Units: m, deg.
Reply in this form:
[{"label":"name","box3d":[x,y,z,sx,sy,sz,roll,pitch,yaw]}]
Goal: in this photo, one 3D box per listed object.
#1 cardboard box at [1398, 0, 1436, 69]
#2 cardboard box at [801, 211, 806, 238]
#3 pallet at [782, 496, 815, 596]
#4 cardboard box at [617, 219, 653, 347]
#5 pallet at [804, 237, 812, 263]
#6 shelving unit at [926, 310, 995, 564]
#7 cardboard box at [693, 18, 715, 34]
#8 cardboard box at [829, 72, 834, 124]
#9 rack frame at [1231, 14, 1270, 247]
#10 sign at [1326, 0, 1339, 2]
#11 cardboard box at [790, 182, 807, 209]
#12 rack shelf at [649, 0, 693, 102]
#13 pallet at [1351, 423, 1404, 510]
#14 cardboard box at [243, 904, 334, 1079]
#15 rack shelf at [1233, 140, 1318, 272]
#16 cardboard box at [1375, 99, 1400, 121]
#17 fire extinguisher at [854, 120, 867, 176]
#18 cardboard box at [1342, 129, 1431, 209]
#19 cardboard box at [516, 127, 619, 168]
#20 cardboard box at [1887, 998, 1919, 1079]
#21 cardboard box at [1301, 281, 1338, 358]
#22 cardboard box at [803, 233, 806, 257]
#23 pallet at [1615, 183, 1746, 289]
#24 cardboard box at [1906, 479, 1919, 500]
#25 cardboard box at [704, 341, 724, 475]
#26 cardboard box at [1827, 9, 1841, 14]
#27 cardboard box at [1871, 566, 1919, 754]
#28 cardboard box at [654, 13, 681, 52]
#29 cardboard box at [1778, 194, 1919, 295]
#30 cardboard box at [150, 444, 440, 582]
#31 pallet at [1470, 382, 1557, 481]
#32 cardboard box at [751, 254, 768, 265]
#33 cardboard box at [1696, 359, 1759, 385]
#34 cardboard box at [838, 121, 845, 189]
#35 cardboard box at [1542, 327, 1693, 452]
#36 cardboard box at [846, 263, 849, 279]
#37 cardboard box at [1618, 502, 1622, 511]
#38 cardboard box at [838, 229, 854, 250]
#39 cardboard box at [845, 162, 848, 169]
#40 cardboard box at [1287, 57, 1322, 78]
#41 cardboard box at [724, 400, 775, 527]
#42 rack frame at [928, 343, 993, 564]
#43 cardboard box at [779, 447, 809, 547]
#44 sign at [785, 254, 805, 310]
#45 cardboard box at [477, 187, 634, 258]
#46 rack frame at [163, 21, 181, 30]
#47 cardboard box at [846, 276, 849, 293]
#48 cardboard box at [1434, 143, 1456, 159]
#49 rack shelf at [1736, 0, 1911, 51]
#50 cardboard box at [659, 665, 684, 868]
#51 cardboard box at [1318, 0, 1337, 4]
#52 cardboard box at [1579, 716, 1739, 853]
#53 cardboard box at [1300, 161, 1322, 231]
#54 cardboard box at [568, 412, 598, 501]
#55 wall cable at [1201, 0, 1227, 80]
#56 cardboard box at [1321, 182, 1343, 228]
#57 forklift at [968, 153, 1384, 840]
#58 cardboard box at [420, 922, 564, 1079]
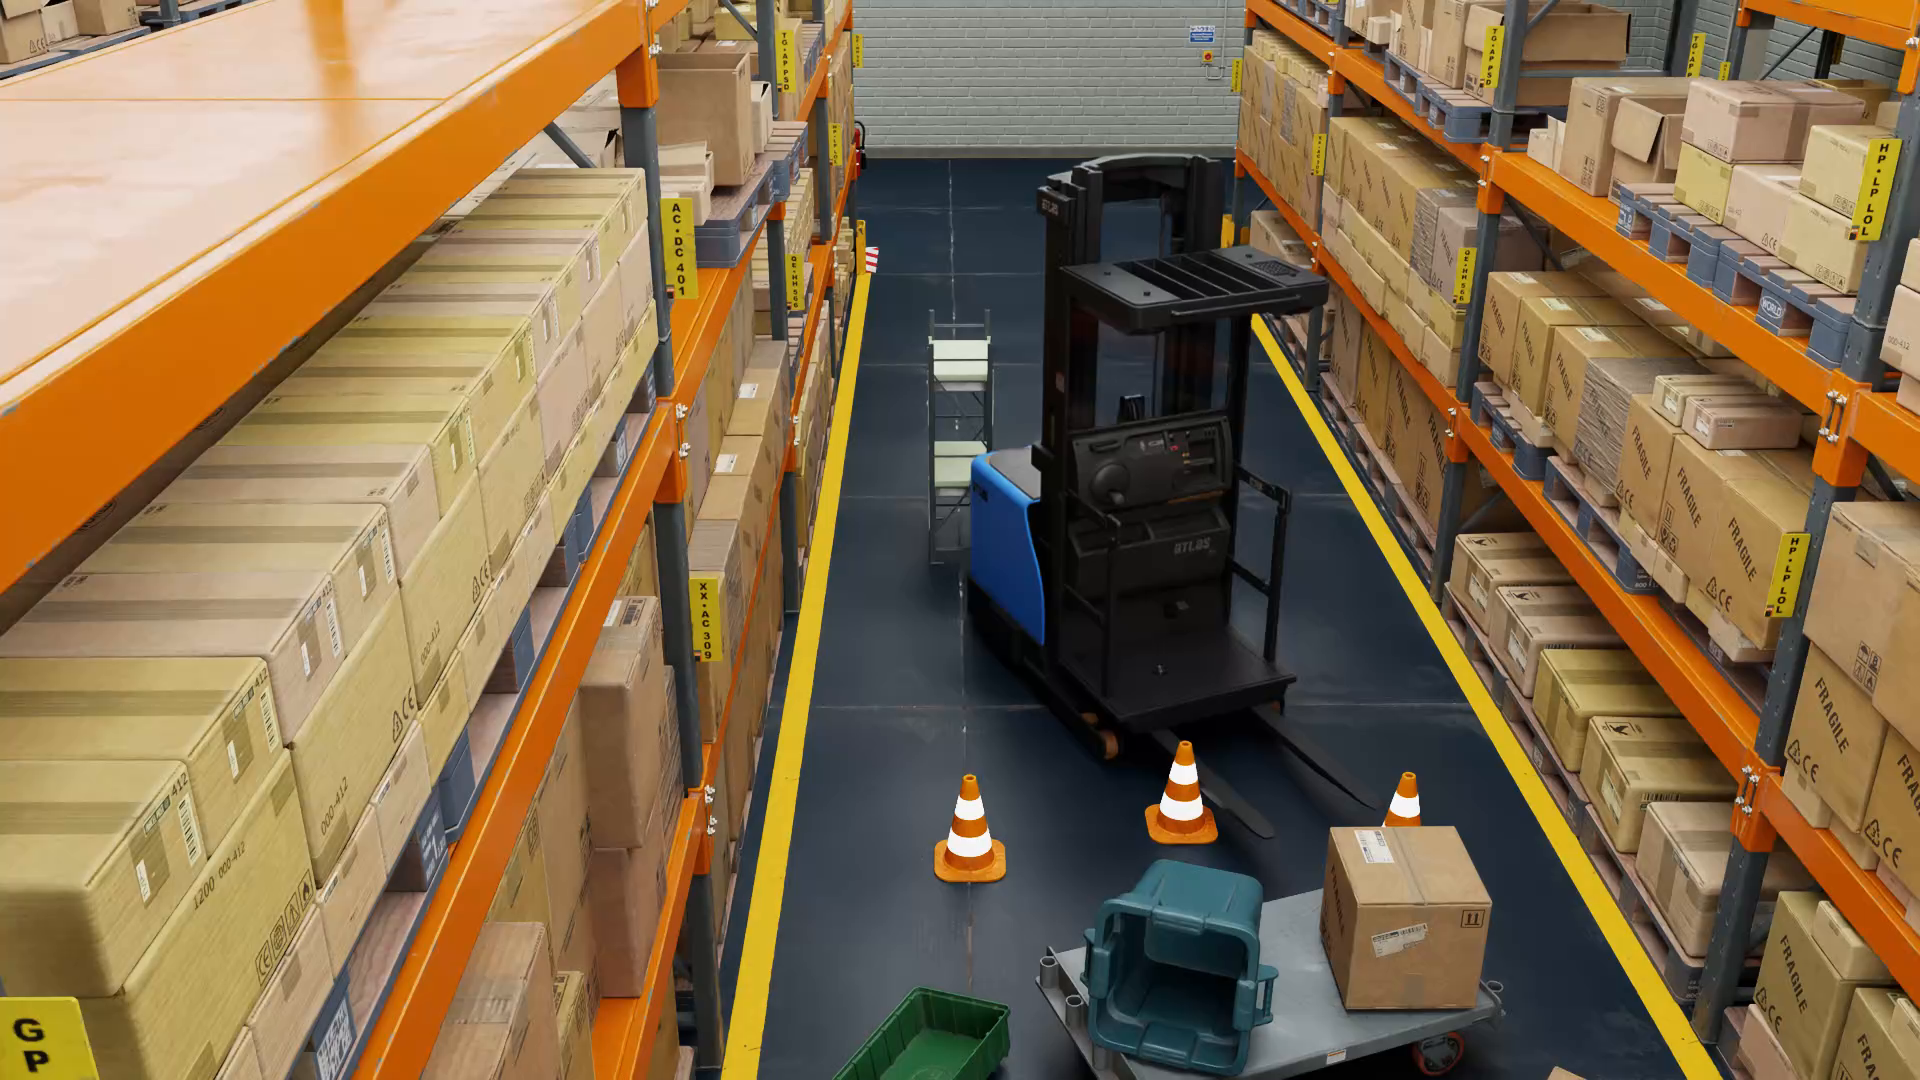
[{"label":"cardboard box","box3d":[3.148,-3.325,10.691,0.500,0.500,0.500,0,24,0]},{"label":"cardboard box","box3d":[-1.322,-2.307,12.145,0.380,0.149,0.250,-1,24,-2]},{"label":"pallet","box3d":[-1.499,0.016,10.959,1.003,0.211,1.213,0,24,-1]},{"label":"cardboard box","box3d":[-1.186,-0.754,4.826,0.500,0.250,0.500,-1,24,-1]},{"label":"pallet","box3d":[-1.672,-2.178,12.658,1.003,0.211,1.213,0,24,-1]},{"label":"shelving unit","box3d":[0.000,-0.681,10.935,0.431,1.500,0.755,0,24,-1]},{"label":"cardboard box","box3d":[-1.772,-2.991,10.462,0.500,0.500,0.500,0,24,-1]},{"label":"cardboard box","box3d":[-1.317,-3.618,13.914,0.500,0.500,0.500,-1,24,-2]},{"label":"rack frame","box3d":[3.370,-4.293,17.102,1.000,3.000,0.127,0,24,-1]},{"label":"sign","box3d":[2.859,-4.280,12.710,0.100,0.325,0.005,0,24,-1]},{"label":"cardboard box","box3d":[-1.331,-2.547,12.315,0.380,0.149,0.250,-1,24,-2]},{"label":"rack shelf","box3d":[-1.470,-2.332,6.844,1.077,0.370,4.000,0,24,-1]},{"label":"pallet","box3d":[3.513,-0.553,12.216,1.003,0.211,1.213,0,24,-1]},{"label":"cardboard box","box3d":[-1.091,0.627,2.258,0.380,0.149,0.250,0,24,0]},{"label":"rack shelf","box3d":[3.392,-3.141,15.428,1.077,0.370,4.000,0,24,-1]},{"label":"cardboard box","box3d":[3.650,-3.343,13.668,0.500,0.500,0.500,0,24,0]},{"label":"fire extinguisher","box3d":[-1.120,-4.130,17.288,0.296,0.674,0.183,0,24,-1]},{"label":"cardboard box","box3d":[3.164,-2.754,12.364,0.500,0.500,0.500,0,24,-1]},{"label":"cardboard box","box3d":[-1.687,-1.569,6.916,0.500,0.311,0.500,-1,24,-2]},{"label":"cardboard box","box3d":[3.186,1.584,5.238,0.380,0.149,0.250,1,24,1]},{"label":"cardboard box","box3d":[3.514,-1.928,14.472,0.875,0.438,0.875,-1,24,-1]},{"label":"cardboard box","box3d":[-1.326,-2.182,12.230,0.380,0.149,0.250,-1,24,-3]},{"label":"pallet","box3d":[3.586,-1.312,7.098,1.213,0.211,1.003,0,24,-1]},{"label":"cardboard box","box3d":[3.849,-0.212,6.299,0.380,0.149,0.250,0,24,-1]},{"label":"cardboard box","box3d":[-1.476,-0.618,7.643,0.700,0.500,0.500,0,24,-1]},{"label":"cardboard box","box3d":[8.024,-4.805,14.898,0.380,0.149,0.250,0,24,0]},{"label":"cardboard box","box3d":[3.272,0.408,5.013,0.700,0.500,0.500,0,24,0]},{"label":"cardboard box","box3d":[-1.756,-2.859,9.242,0.396,0.266,0.258,0,24,-1]},{"label":"cardboard box","box3d":[3.350,-1.078,6.026,0.500,0.250,0.500,-1,24,-2]},{"label":"cardboard box","box3d":[-1.100,-0.047,2.779,0.380,0.149,0.250,-1,24,-1]},{"label":"pallet","box3d":[3.571,-0.616,9.205,1.213,0.211,1.003,0,24,-1]},{"label":"cardboard box","box3d":[-1.307,-1.684,10.406,0.380,0.149,0.250,0,24,-1]},{"label":"cardboard box","box3d":[3.768,-0.537,7.806,0.500,0.500,0.500,-1,24,-3]},{"label":"cardboard box","box3d":[-1.271,-3.379,14.598,0.500,0.500,0.500,-1,24,-2]},{"label":"cardboard box","box3d":[3.256,-0.749,8.274,0.500,0.500,0.500,0,24,0]},{"label":"cardboard box","box3d":[-1.262,-2.613,15.977,0.380,0.149,0.250,0,24,0]},{"label":"cardboard box","box3d":[3.322,-0.165,7.771,0.380,0.149,0.250,-1,24,-2]},{"label":"cardboard box","box3d":[-1.244,-2.966,16.395,0.380,0.149,0.250,-1,24,-2]},{"label":"cardboard box","box3d":[-1.283,-3.671,16.031,0.380,0.149,0.250,0,24,1]},{"label":"cardboard box","box3d":[3.123,-4.195,14.764,0.380,0.149,0.250,0,24,-1]},{"label":"cardboard box","box3d":[-1.209,-0.382,8.334,0.500,0.500,0.500,-1,24,-1]},{"label":"rack frame","box3d":[0.004,-0.530,10.601,0.400,1.500,0.023,0,24,-1]},{"label":"cardboard box","box3d":[-1.244,-0.278,10.748,0.500,0.500,0.500,-1,24,-3]},{"label":"sign","box3d":[-0.937,-1.464,9.442,0.100,0.325,0.005,0,24,-1]},{"label":"cardboard box","box3d":[-1.123,-0.883,4.630,0.380,0.149,0.250,0,24,-1]},{"label":"rack frame","box3d":[-6.496,-2.600,13.359,1.000,3.000,0.127,0,24,-1]},{"label":"cardboard box","box3d":[-1.262,-2.484,16.053,0.380,0.149,0.250,-1,24,-3]},{"label":"cardboard box","box3d":[3.668,-2.541,11.893,0.500,0.500,0.500,0,24,1]},{"label":"rack shelf","box3d":[8.355,-4.532,14.863,1.077,0.370,4.000,0,24,-1]},{"label":"cardboard box","box3d":[-1.432,0.799,5.661,0.875,0.550,0.550,0,24,-1]},{"label":"cardboard box","box3d":[3.087,-4.449,13.339,0.396,0.266,0.258,1,24,1]},{"label":"cardboard box","box3d":[3.481,1.145,7.757,0.950,0.372,0.625,1,24,3]},{"label":"cardboard box","box3d":[3.153,-2.880,13.857,0.500,0.500,0.500,0,24,0]},{"label":"cardboard box","box3d":[-1.113,-0.206,4.100,0.380,0.149,0.250,0,24,0]},{"label":"wall cable","box3d":[3.285,-7.094,22.024,0.585,1.953,0.123,0,24,-1]},{"label":"cardboard box","box3d":[3.136,-2.622,12.982,0.500,0.250,0.500,-1,24,-2]},{"label":"forklift","box3d":[1.103,-0.381,8.536,1.130,2.935,3.031,-10,26,-22]},{"label":"cardboard box","box3d":[-1.338,1.193,3.480,0.875,0.550,0.550,0,24,-1]}]
